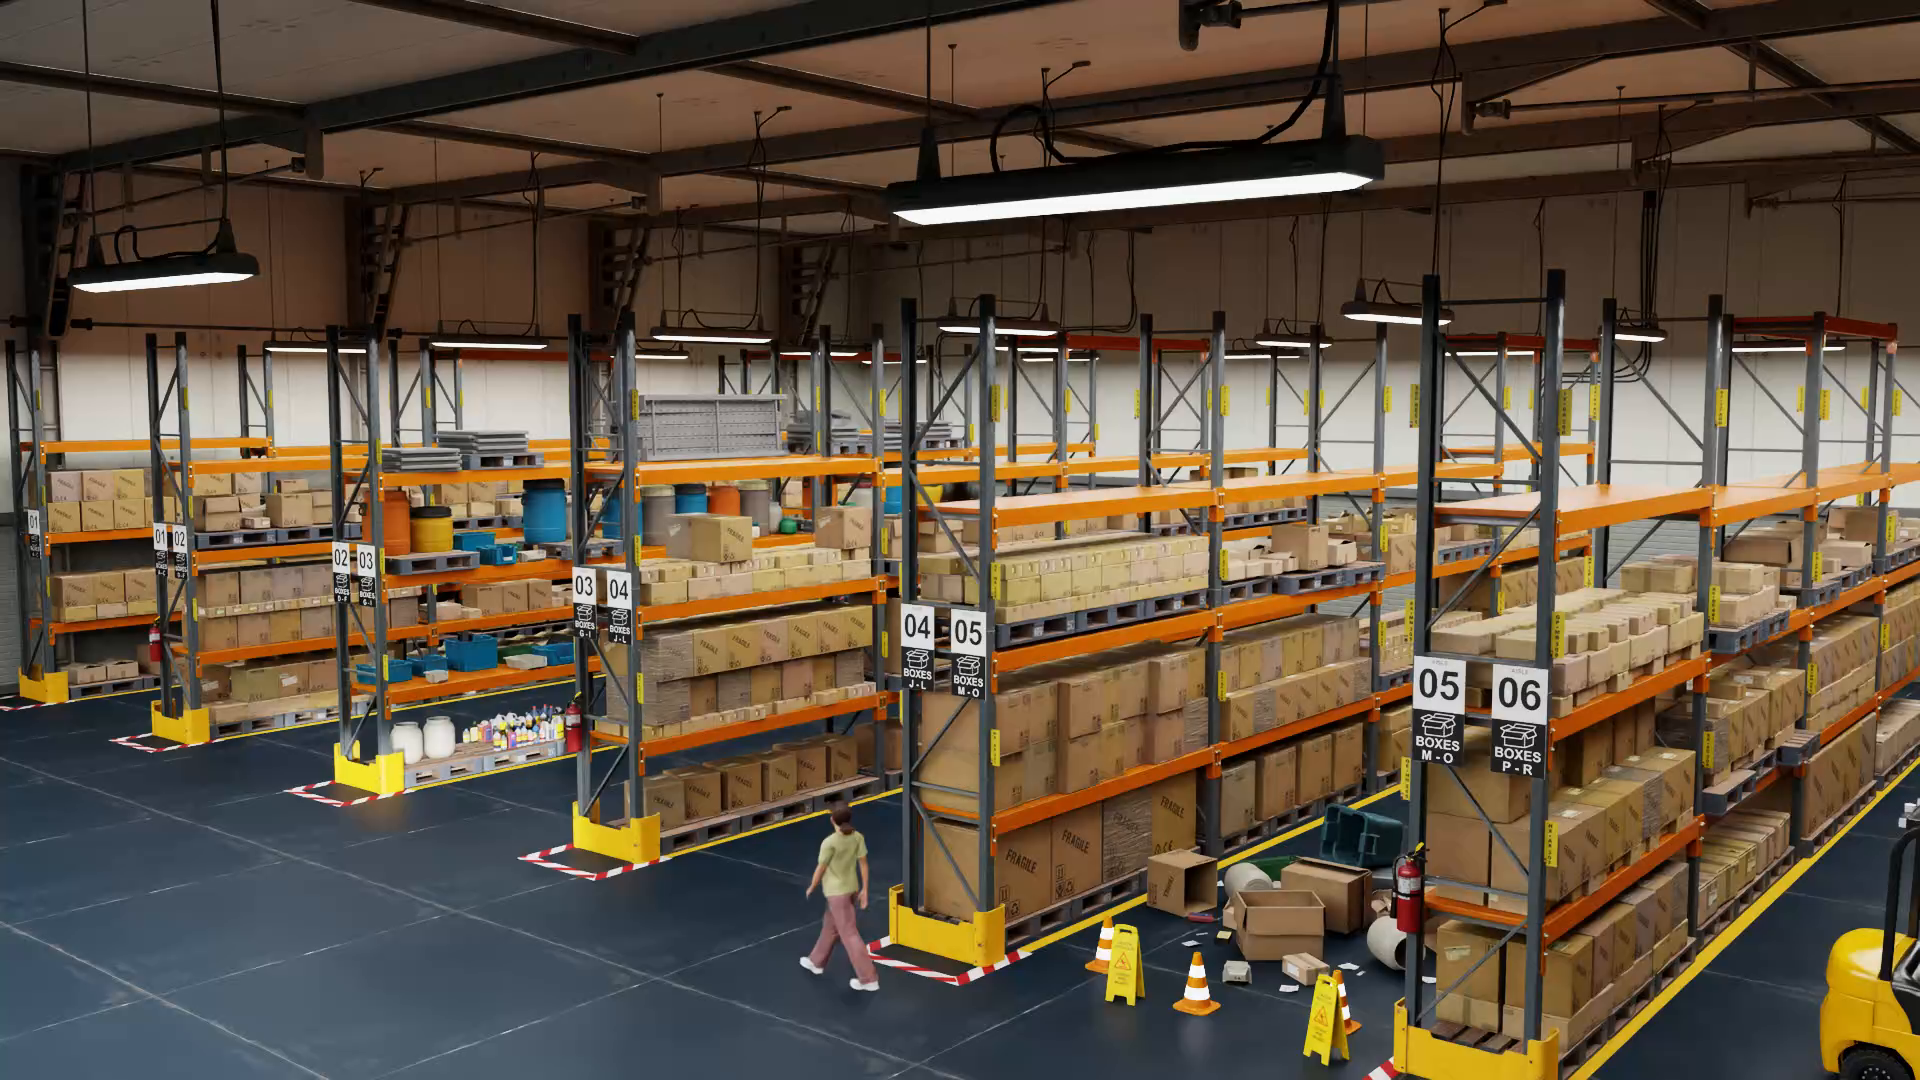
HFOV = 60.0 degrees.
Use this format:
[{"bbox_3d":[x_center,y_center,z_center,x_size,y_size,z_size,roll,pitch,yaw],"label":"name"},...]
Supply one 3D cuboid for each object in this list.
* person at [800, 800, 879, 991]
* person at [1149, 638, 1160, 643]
[{"bbox_3d":[-1.102,3.039,14.378,0.967,1.621,0.454,3,6,30],"label":"person"},{"bbox_3d":[2.495,2.084,22.517,0.524,1.653,0.707,4,6,36],"label":"person"}]
